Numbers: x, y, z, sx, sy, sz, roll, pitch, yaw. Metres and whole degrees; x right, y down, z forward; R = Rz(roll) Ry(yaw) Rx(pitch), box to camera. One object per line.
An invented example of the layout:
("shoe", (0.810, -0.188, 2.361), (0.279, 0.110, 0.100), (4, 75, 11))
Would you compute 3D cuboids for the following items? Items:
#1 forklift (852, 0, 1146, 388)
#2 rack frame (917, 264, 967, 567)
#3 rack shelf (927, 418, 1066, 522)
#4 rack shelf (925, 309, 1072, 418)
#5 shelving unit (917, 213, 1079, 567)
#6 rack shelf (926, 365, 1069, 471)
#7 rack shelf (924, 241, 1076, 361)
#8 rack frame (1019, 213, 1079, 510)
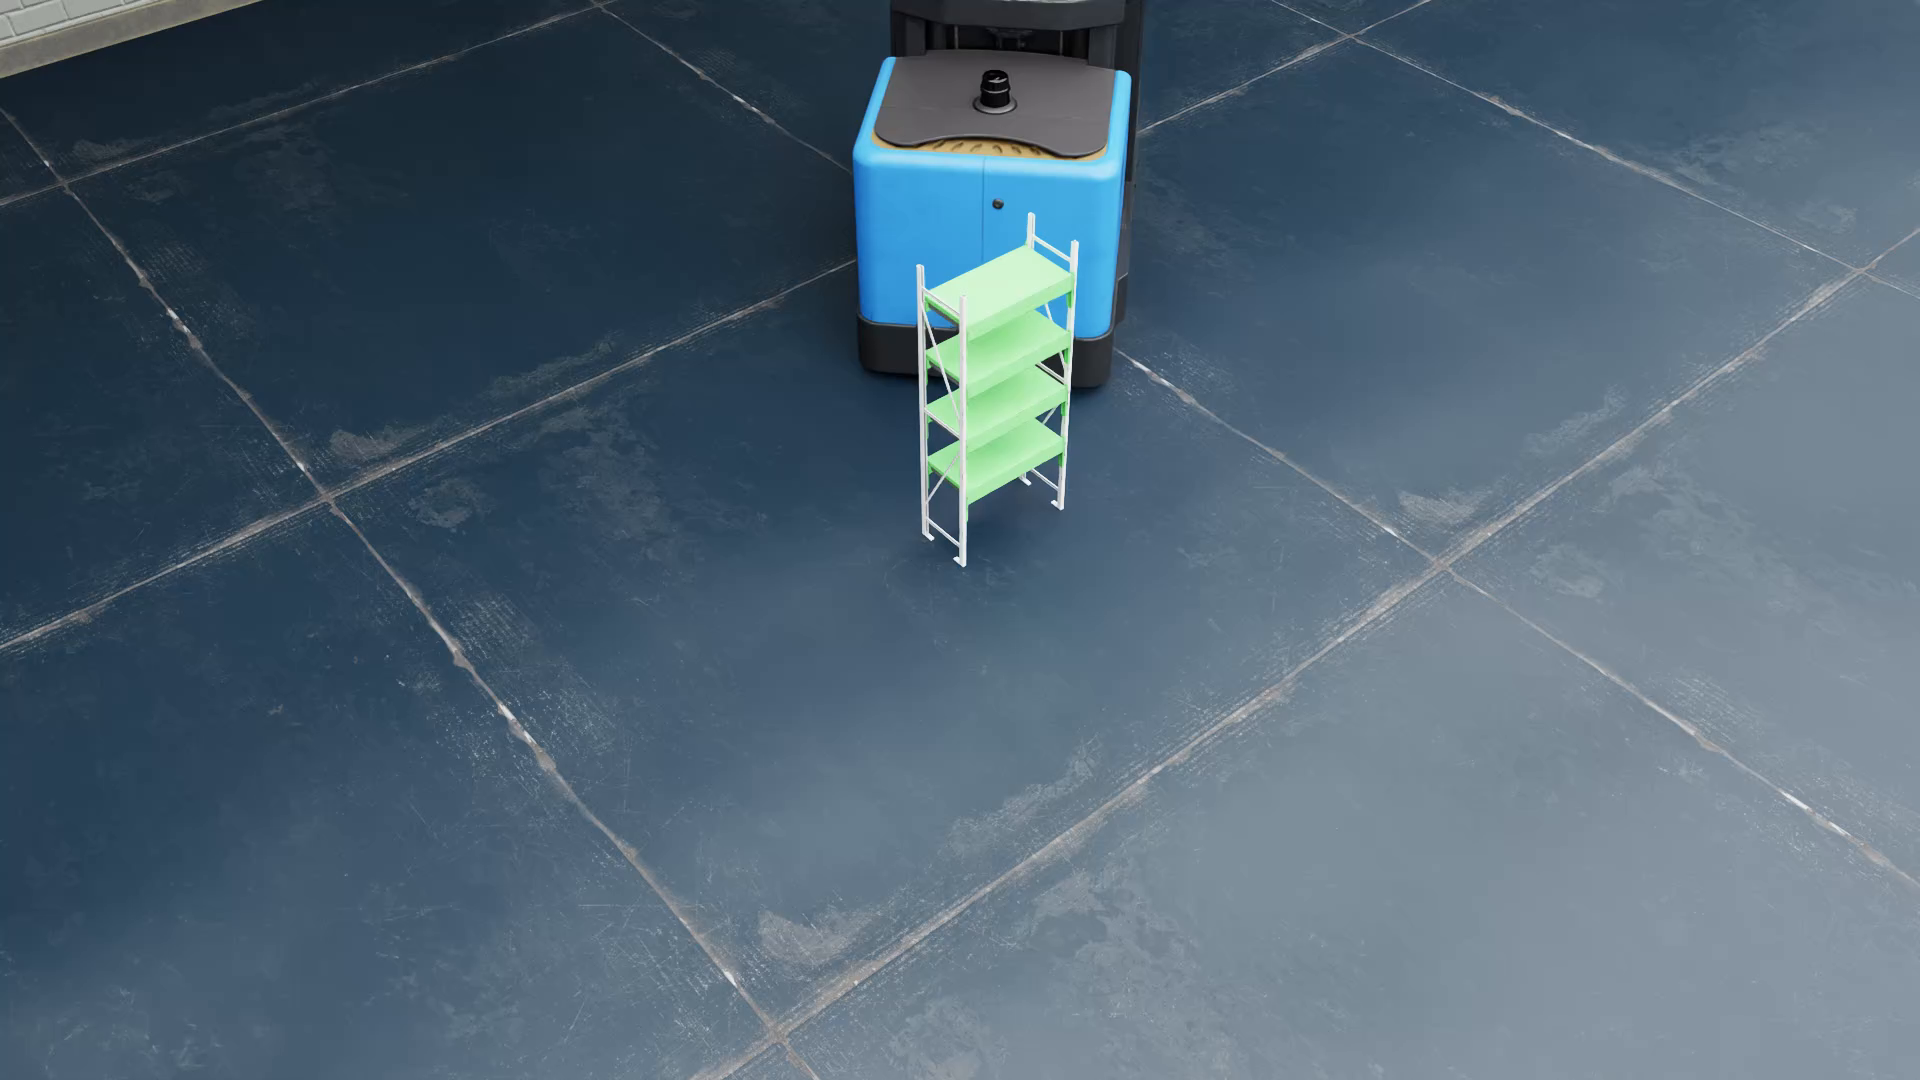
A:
("forklift", (0.275, -2.704, 6.989), (1.130, 2.935, 3.031), (5, 43, 5))
("rack frame", (-0.060, -0.403, 5.803), (0.015, 1.200, 0.240), (-30, 51, -28))
("rack shelf", (0.127, -0.289, 6.125), (0.480, 0.148, 0.258), (-30, 51, -28))
("rack shelf", (0.127, -0.638, 5.796), (0.480, 0.148, 0.258), (-30, 51, -28))
("shelving unit", (0.127, -0.510, 5.917), (0.503, 1.200, 0.258), (-30, 51, -28))
("rack shelf", (0.127, -0.463, 5.960), (0.480, 0.148, 0.258), (-30, 51, -28))
("rack shelf", (0.127, -0.813, 5.632), (0.480, 0.148, 0.258), (-30, 51, -28))
("rack frame", (0.314, -0.617, 6.031), (0.015, 1.200, 0.240), (-30, 51, -28))
